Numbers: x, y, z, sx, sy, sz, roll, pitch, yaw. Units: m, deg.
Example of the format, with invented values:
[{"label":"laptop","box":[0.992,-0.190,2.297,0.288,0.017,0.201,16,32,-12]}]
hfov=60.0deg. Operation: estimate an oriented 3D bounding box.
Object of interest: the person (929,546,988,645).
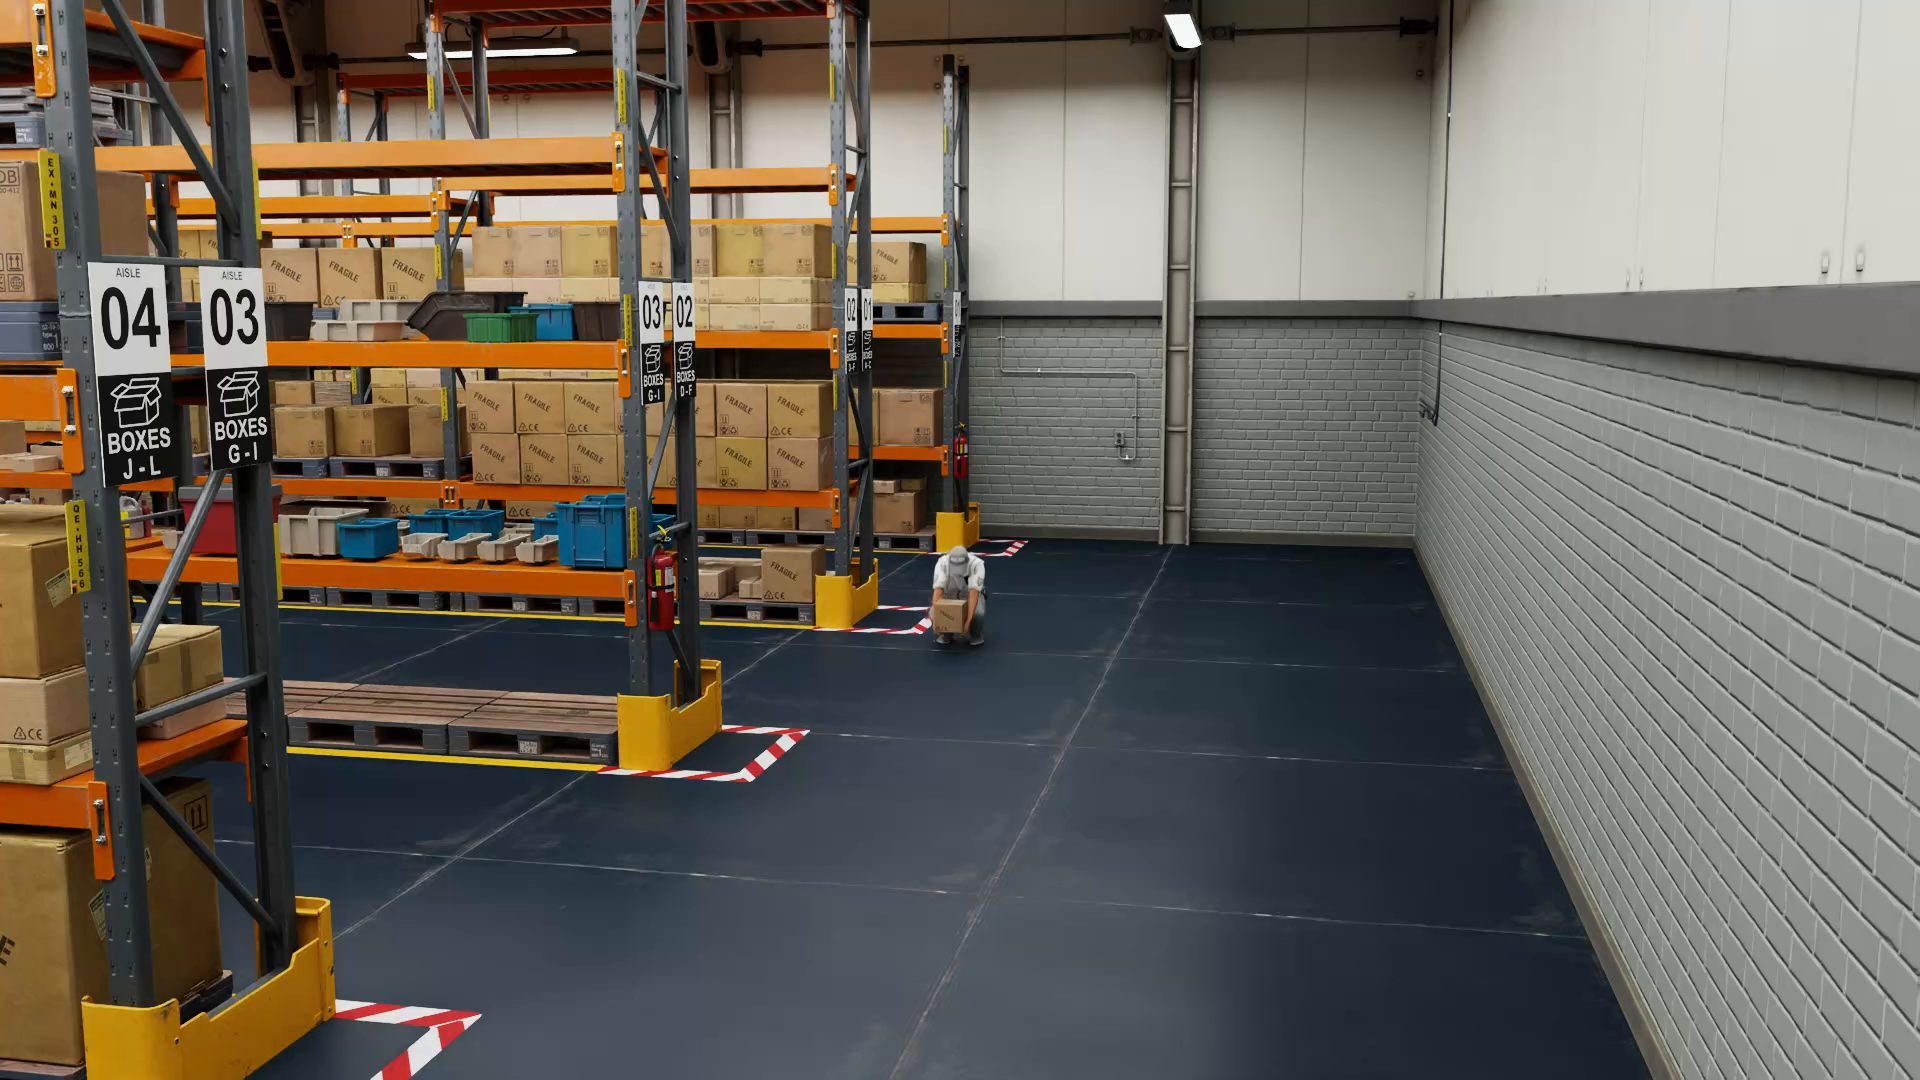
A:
[{"label":"person","box":[-0.008,0.484,14.995,0.515,0.953,0.865,1,8,10]}]
